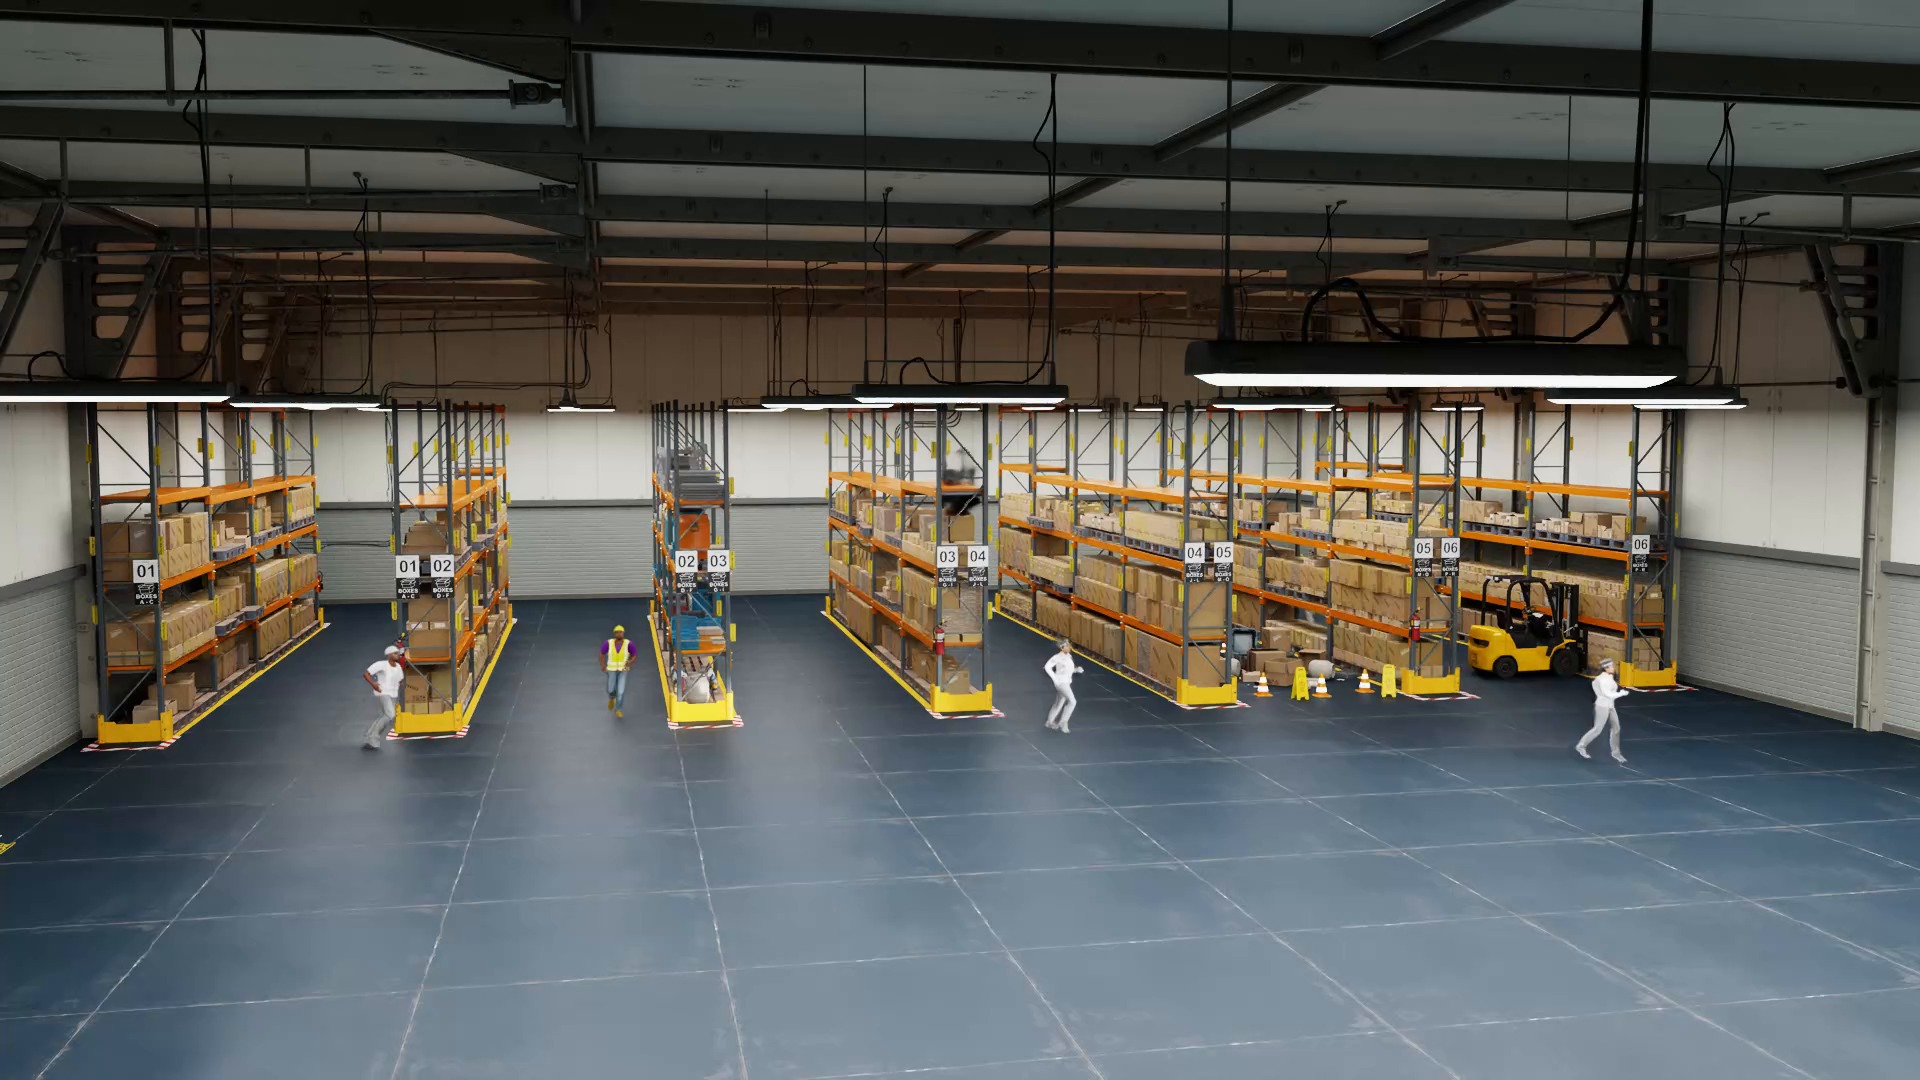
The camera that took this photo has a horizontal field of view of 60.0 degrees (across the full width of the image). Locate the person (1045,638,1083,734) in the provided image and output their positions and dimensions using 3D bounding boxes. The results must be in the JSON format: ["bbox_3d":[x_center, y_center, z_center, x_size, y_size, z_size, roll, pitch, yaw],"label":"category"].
[{"bbox_3d":[1.874,2.635,30.031,0.708,1.735,0.579,2,5,25],"label":"person"}]

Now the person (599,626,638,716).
[{"bbox_3d":[-6.494,2.481,31.607,0.732,1.720,0.568,-1,4,-7],"label":"person"}]

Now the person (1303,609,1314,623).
[{"bbox_3d":[9.258,1.622,44.287,0.694,1.605,0.811,-1,4,-9],"label":"person"}]

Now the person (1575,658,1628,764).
[{"bbox_3d":[10.599,2.800,27.433,0.805,1.748,0.612,3,5,31],"label":"person"}]

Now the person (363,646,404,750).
[{"bbox_3d":[-9.924,2.705,28.752,0.638,1.740,0.744,2,5,19],"label":"person"}]
